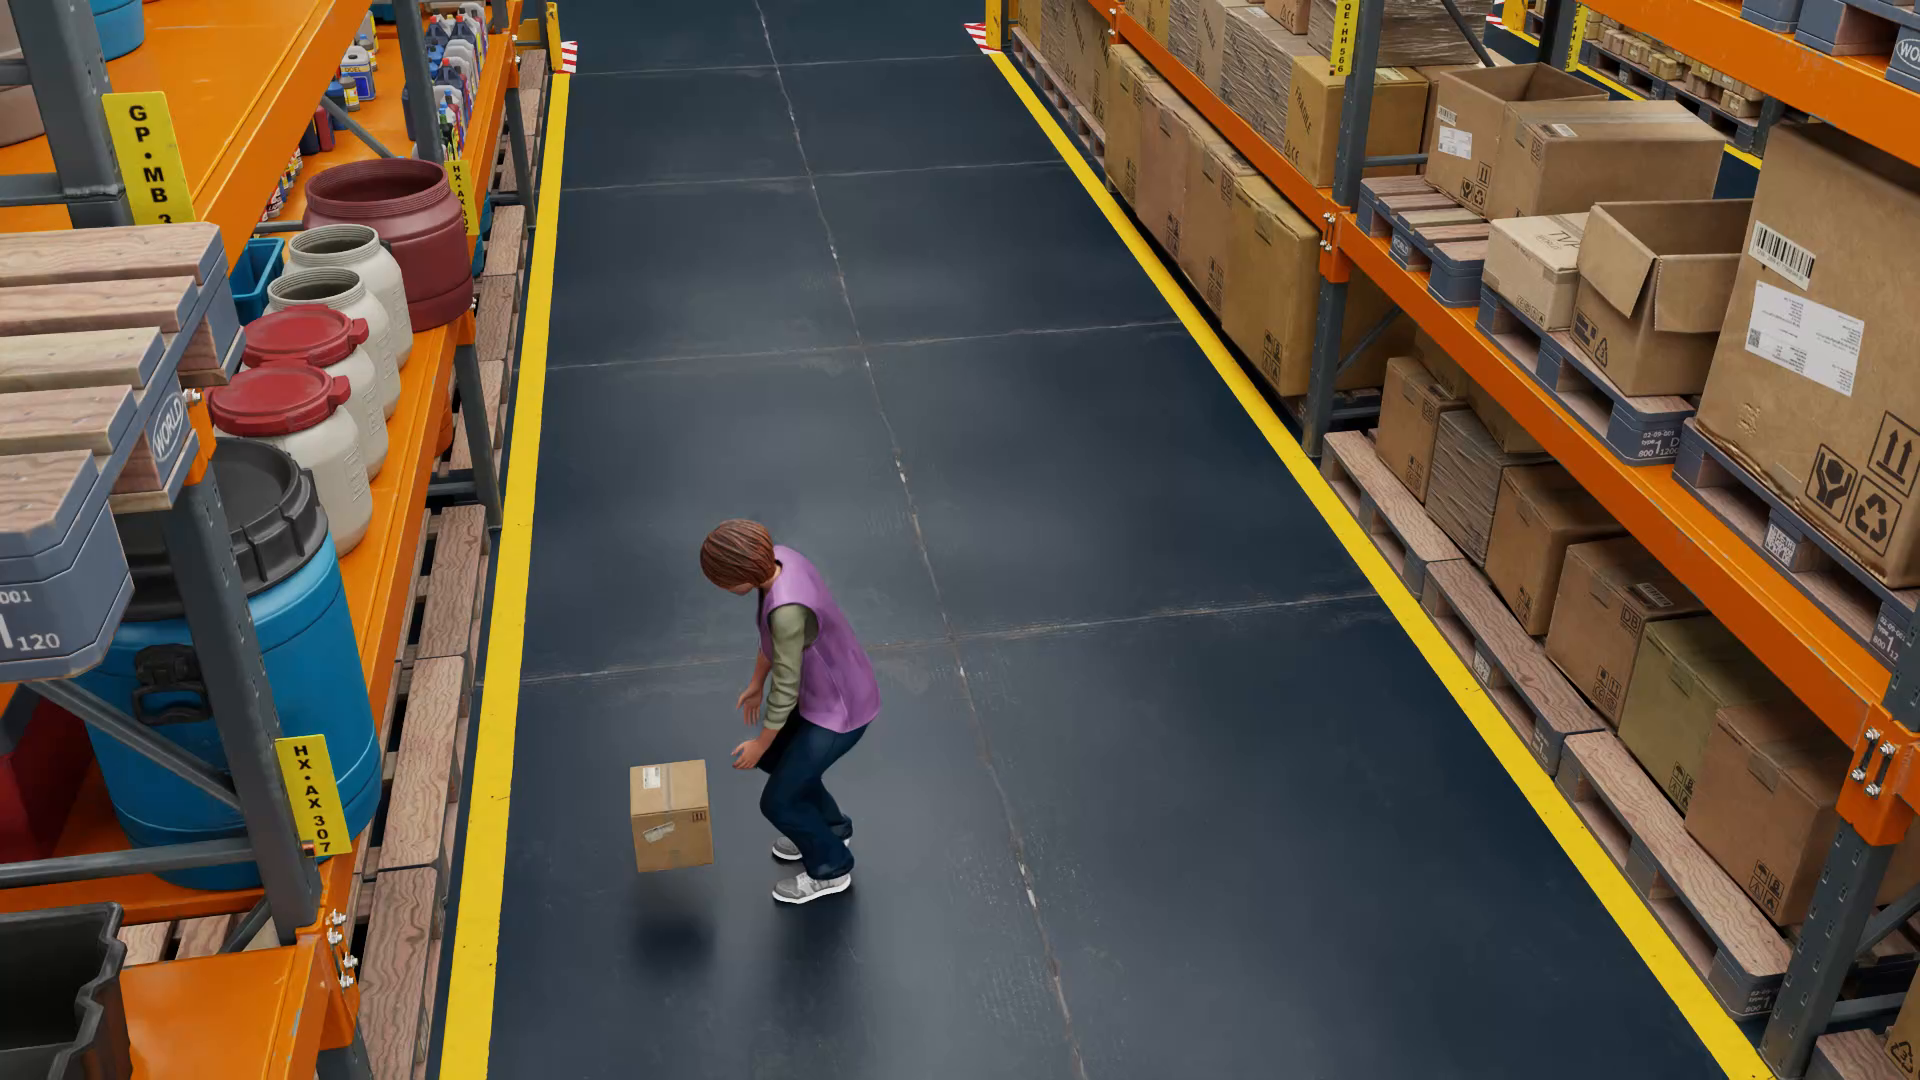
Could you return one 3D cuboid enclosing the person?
[{"bbox_3d":[-0.521,0.561,5.387,0.540,1.429,0.454,-5,31,-8],"label":"person"}]
